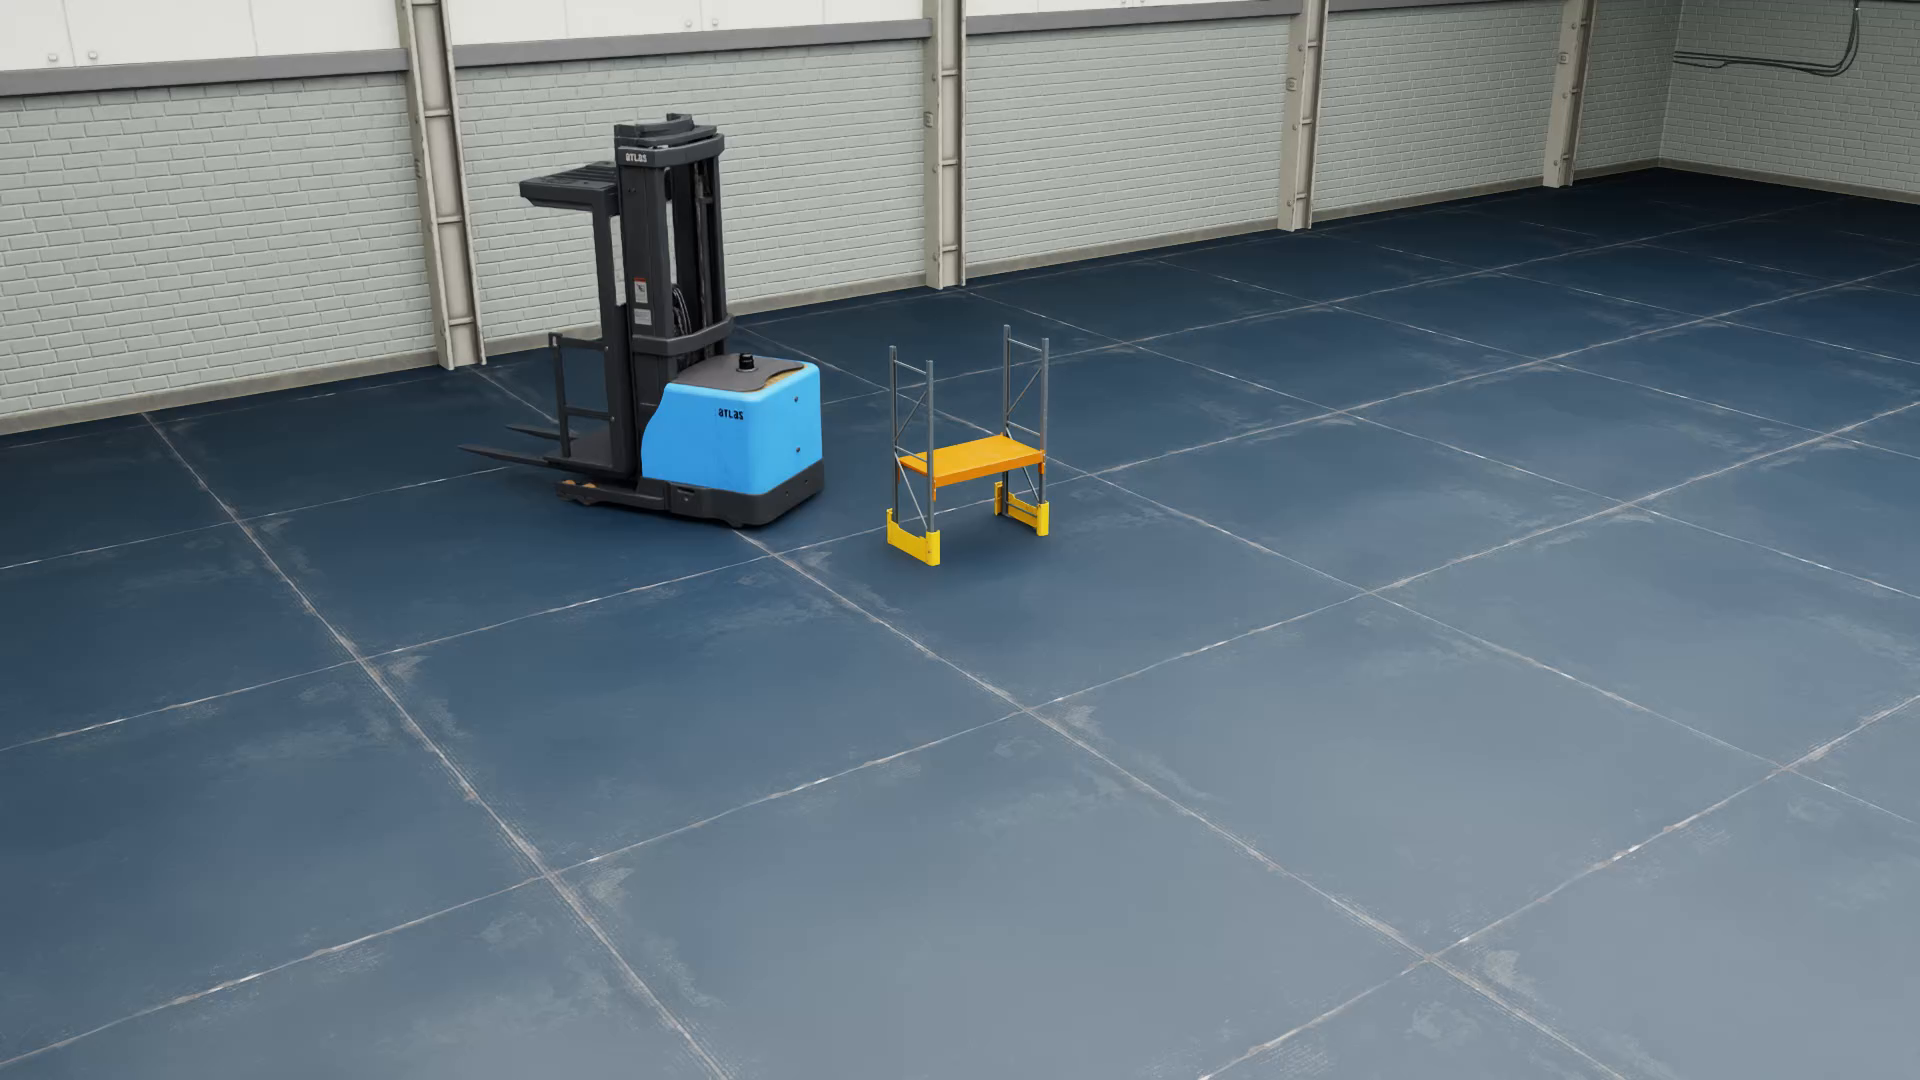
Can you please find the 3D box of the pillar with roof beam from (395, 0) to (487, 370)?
[{"bbox_3d":[-2.536,-4.675,11.969,0.400,9.000,9.100,-15,26,-33],"label":"pillar with roof beam"}]

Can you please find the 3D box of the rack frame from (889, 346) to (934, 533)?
[{"bbox_3d":[-0.343,-0.605,11.889,0.032,1.500,0.500,-15,26,-33],"label":"rack frame"}]

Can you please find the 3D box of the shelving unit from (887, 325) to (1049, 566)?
[{"bbox_3d":[0.062,-0.713,12.160,1.083,1.500,0.587,-15,26,-33],"label":"shelving unit"}]

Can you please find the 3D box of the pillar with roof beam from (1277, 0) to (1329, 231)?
[{"bbox_3d":[7.205,-7.272,18.478,0.400,9.000,9.100,-15,26,-33],"label":"pillar with roof beam"}]

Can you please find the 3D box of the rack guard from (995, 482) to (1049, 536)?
[{"bbox_3d":[0.466,-0.240,12.662,0.087,0.250,0.587,-15,26,-33],"label":"rack guard"}]

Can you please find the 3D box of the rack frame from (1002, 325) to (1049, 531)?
[{"bbox_3d":[0.482,-0.825,12.440,0.032,1.500,0.500,-15,26,-33],"label":"rack frame"}]

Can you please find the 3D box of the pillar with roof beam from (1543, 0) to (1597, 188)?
[{"bbox_3d":[12.075,-8.571,21.733,0.400,9.000,9.100,-15,26,-33],"label":"pillar with roof beam"}]

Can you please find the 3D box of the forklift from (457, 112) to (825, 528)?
[{"bbox_3d":[-2.641,-1.803,12.960,3.031,2.935,1.130,10,24,23],"label":"forklift"}]

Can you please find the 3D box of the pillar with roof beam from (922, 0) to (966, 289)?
[{"bbox_3d":[2.334,-5.973,15.224,0.400,9.000,9.100,-15,26,-33],"label":"pillar with roof beam"}]

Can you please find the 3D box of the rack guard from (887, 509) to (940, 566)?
[{"bbox_3d":[-0.342,-0.025,12.121,0.087,0.250,0.587,-15,26,-33],"label":"rack guard"}]

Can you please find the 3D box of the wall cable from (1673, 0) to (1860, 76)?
[{"bbox_3d":[12.725,-8.663,26.155,0.112,2.526,3.097,-15,26,-33],"label":"wall cable"}]

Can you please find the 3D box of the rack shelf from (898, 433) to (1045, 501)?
[{"bbox_3d":[0.069,-0.548,12.231,1.000,0.185,0.538,-15,26,-33],"label":"rack shelf"}]
